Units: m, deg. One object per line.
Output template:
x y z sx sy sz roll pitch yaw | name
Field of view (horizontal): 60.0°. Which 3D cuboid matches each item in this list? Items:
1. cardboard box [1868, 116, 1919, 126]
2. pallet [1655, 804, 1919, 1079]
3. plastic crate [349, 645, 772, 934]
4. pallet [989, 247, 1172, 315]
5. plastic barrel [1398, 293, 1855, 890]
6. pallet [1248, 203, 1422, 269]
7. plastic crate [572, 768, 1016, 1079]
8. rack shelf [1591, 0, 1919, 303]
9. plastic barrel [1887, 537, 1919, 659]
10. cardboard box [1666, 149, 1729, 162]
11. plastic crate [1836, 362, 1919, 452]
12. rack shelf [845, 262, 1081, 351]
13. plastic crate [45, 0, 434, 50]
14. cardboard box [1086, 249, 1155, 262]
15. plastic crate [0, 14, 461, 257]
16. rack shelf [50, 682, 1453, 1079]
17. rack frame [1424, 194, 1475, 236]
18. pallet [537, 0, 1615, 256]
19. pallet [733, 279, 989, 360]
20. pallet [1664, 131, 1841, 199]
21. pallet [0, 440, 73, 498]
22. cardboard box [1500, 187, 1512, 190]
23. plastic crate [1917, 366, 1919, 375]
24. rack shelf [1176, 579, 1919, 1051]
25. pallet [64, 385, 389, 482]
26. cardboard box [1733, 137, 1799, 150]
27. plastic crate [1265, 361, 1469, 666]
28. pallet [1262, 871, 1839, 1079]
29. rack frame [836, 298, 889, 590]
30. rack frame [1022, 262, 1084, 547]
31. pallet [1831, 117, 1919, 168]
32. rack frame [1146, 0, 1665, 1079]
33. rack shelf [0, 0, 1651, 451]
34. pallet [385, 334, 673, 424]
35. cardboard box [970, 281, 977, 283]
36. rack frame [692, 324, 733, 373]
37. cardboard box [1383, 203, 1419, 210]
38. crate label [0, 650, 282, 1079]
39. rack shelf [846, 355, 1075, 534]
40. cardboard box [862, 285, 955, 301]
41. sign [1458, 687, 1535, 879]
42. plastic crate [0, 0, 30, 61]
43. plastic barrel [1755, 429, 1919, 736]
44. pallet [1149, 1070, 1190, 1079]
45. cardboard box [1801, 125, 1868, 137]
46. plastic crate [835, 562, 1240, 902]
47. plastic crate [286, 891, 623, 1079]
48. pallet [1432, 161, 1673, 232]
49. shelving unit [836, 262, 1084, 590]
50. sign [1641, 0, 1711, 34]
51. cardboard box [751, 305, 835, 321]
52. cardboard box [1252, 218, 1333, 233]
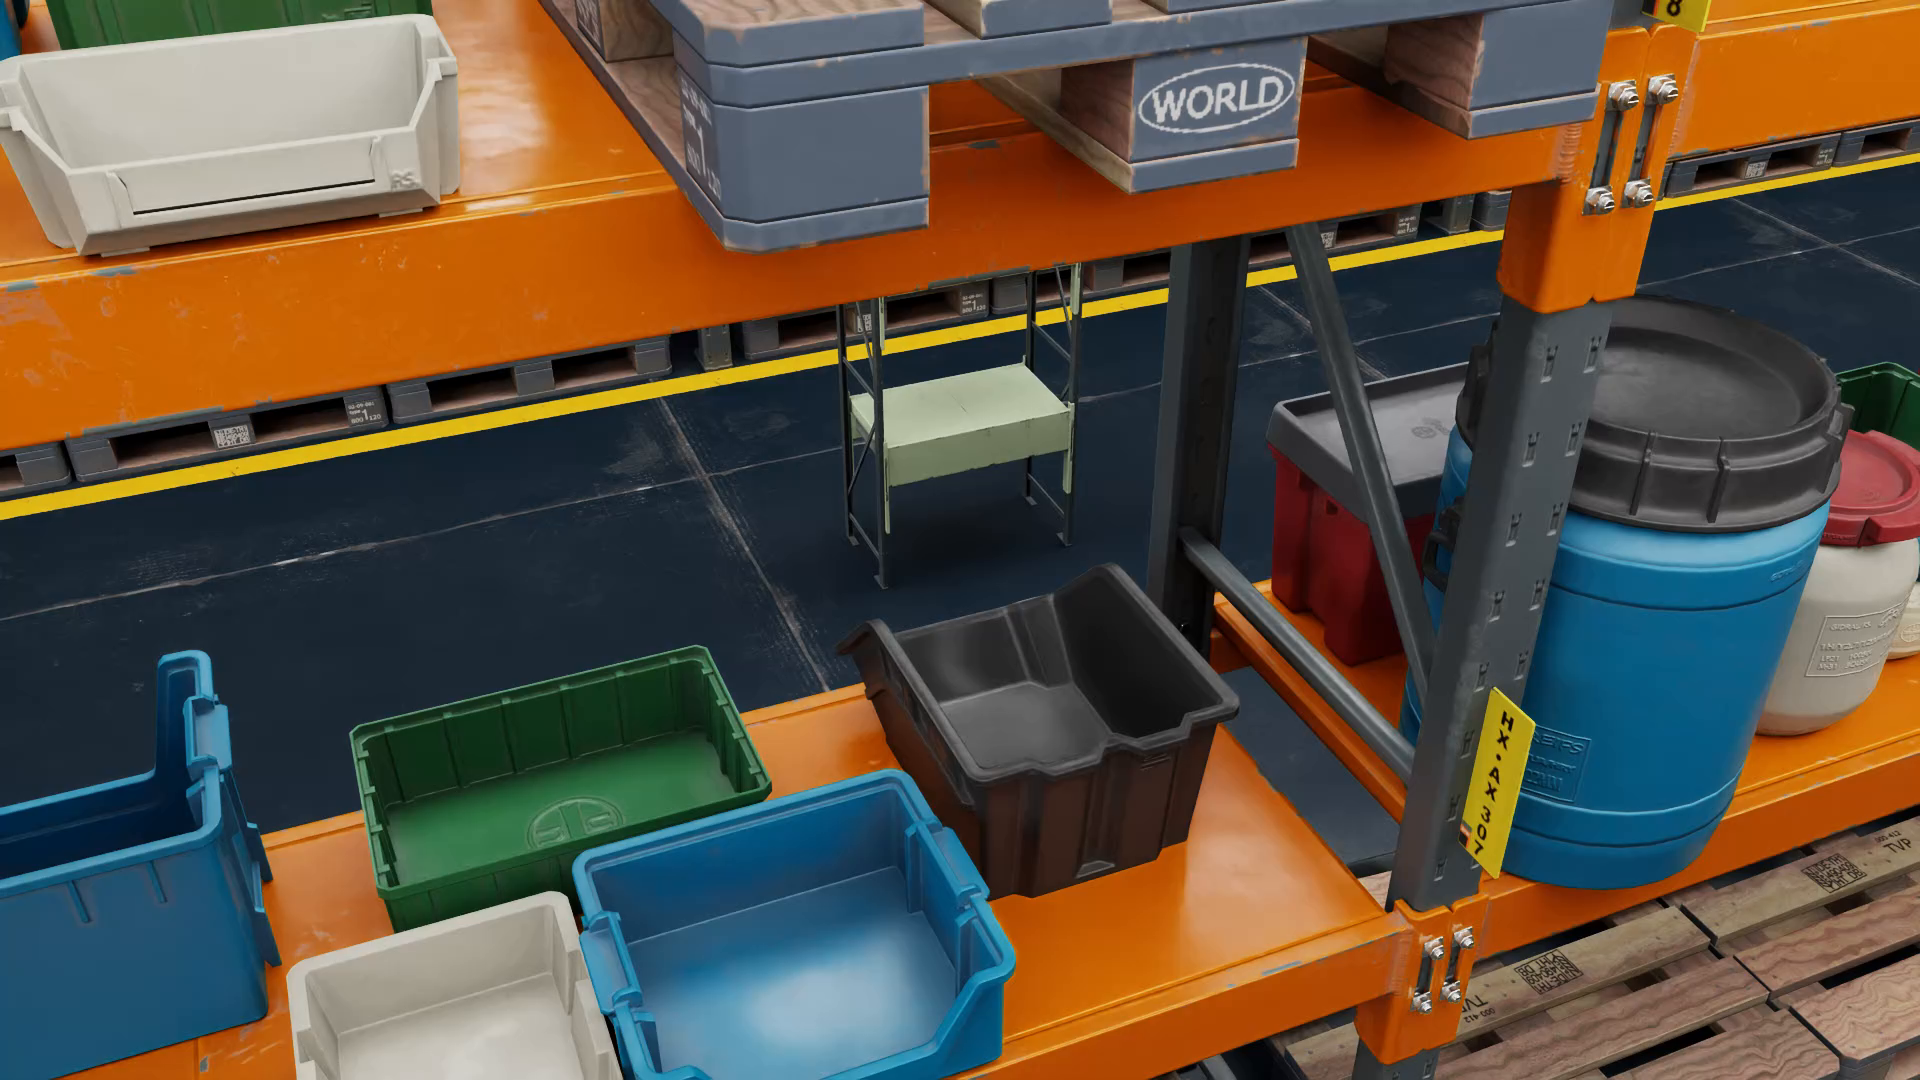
5.308 -2.742 9.602 0.500 0.500 0.500 -13 35 -19 | cardboard box
2.484 0.951 4.595 1.213 0.211 1.003 -13 35 -19 | pallet
-0.712 0.460 2.987 0.662 0.188 0.450 -13 35 -19 | plastic crate
0.525 -1.531 8.409 1.213 0.211 1.003 -13 35 -19 | pallet
1.122 0.087 2.906 0.708 0.901 0.600 -13 35 -19 | plastic barrel
1.649 -1.786 8.802 1.213 0.211 1.003 -13 35 -19 | pallet
-0.267 0.659 2.623 0.616 0.251 0.499 -13 35 -19 | plastic crate
2.493 -1.151 3.178 4.000 0.370 1.077 -13 35 -19 | rack shelf
1.928 0.082 3.500 0.301 0.262 0.301 0 33 0 | plastic barrel
3.898 -2.415 9.100 0.500 0.500 0.500 -13 35 -20 | cardboard box
2.145 -0.194 3.992 0.662 0.188 0.450 -13 35 -19 | plastic crate
-0.006 -0.954 5.626 0.720 0.370 0.431 -13 35 -19 | rack shelf
-0.912 -0.745 2.089 0.450 0.188 0.336 -13 35 -19 | plastic crate
0.620 -1.574 8.055 0.500 0.250 0.500 -12 35 -18 | cardboard box
-0.675 -0.378 1.572 0.396 0.136 0.243 -13 35 -19 | plastic crate
-1.195 0.951 2.698 4.000 0.370 1.077 -13 35 -19 | rack shelf
2.423 -3.109 8.278 0.127 3.000 1.000 -13 35 -19 | rack frame
0.021 -0.750 2.075 1.003 0.211 1.213 -13 35 -19 | pallet
-0.601 -1.271 8.010 1.213 0.211 1.003 -13 35 -19 | pallet
4.249 -2.335 9.645 1.213 0.211 1.003 -13 35 -19 | pallet
-4.265 -0.434 6.723 1.213 0.211 1.003 -13 35 -19 | pallet
2.953 -2.198 8.767 0.500 0.500 0.500 -11 35 -17 | cardboard box
2.728 -0.457 4.144 0.583 0.464 0.402 -13 35 -19 | plastic crate
2.493 0.106 3.996 4.000 0.370 1.077 -13 35 -19 | rack shelf
-3.142 -0.690 7.116 1.213 0.211 1.003 -13 35 -19 | pallet
4.377 -2.528 9.273 0.500 0.500 0.500 -14 36 -21 | cardboard box
0.977 -0.056 3.527 0.583 0.464 0.402 -13 35 -19 | plastic crate
1.358 1.210 4.196 1.213 0.211 1.003 -13 35 -19 | pallet
-0.344 -0.550 5.720 0.023 1.500 0.400 -13 35 -19 | rack frame
0.331 -0.704 5.958 0.023 1.500 0.400 -13 35 -19 | rack frame
5.375 -2.594 10.044 1.213 0.211 1.003 -13 35 -19 | pallet
0.649 0.227 3.151 0.127 3.000 1.000 -13 35 -19 | rack frame
-1.195 -0.307 1.880 4.000 0.370 1.077 -13 35 -19 | rack shelf
-2.015 -0.949 7.515 1.213 0.211 1.003 -13 35 -19 | pallet
0.151 -1.467 7.890 0.500 0.250 0.500 -14 36 -20 | cardboard box
-1.265 -2.265 6.980 0.127 3.000 1.000 -13 35 -19 | rack frame
2.032 -1.899 8.554 0.500 0.250 0.500 -12 35 -18 | cardboard box
-1.447 0.532 2.650 0.616 0.435 0.502 -13 35 -19 | crate label
-0.006 -0.354 6.017 0.720 0.370 0.431 -13 35 -19 | rack shelf
-0.326 -1.356 7.720 0.500 0.250 0.500 -12 35 -18 | cardboard box
0.851 0.390 2.647 0.005 0.325 0.100 -13 35 -19 | sign
-1.398 -0.733 1.891 0.575 0.384 0.392 -13 35 -19 | plastic crate
1.616 0.078 3.255 0.433 0.535 0.433 0 33 0 | plastic barrel
0.013 1.516 3.726 1.213 0.211 1.003 -13 35 -19 | pallet
4.845 -2.636 9.440 0.500 0.500 0.500 -12 35 -18 | cardboard box
0.117 0.299 3.096 0.504 0.338 0.767 -13 35 -19 | plastic crate
-0.750 0.808 2.500 0.437 0.136 0.530 -13 35 -19 | plastic crate
3.126 -2.079 9.252 1.213 0.211 1.003 -13 35 -19 | pallet
-0.006 -0.627 5.839 0.755 1.500 0.431 -13 35 -19 | shelving unit
0.851 -0.755 1.902 0.005 0.325 0.100 -13 35 -19 | sign
-0.798 -1.249 7.555 0.500 0.250 0.500 -14 35 -20 | cardboard box
1.558 -1.788 8.384 0.500 0.250 0.500 -13 35 -19 | cardboard box
